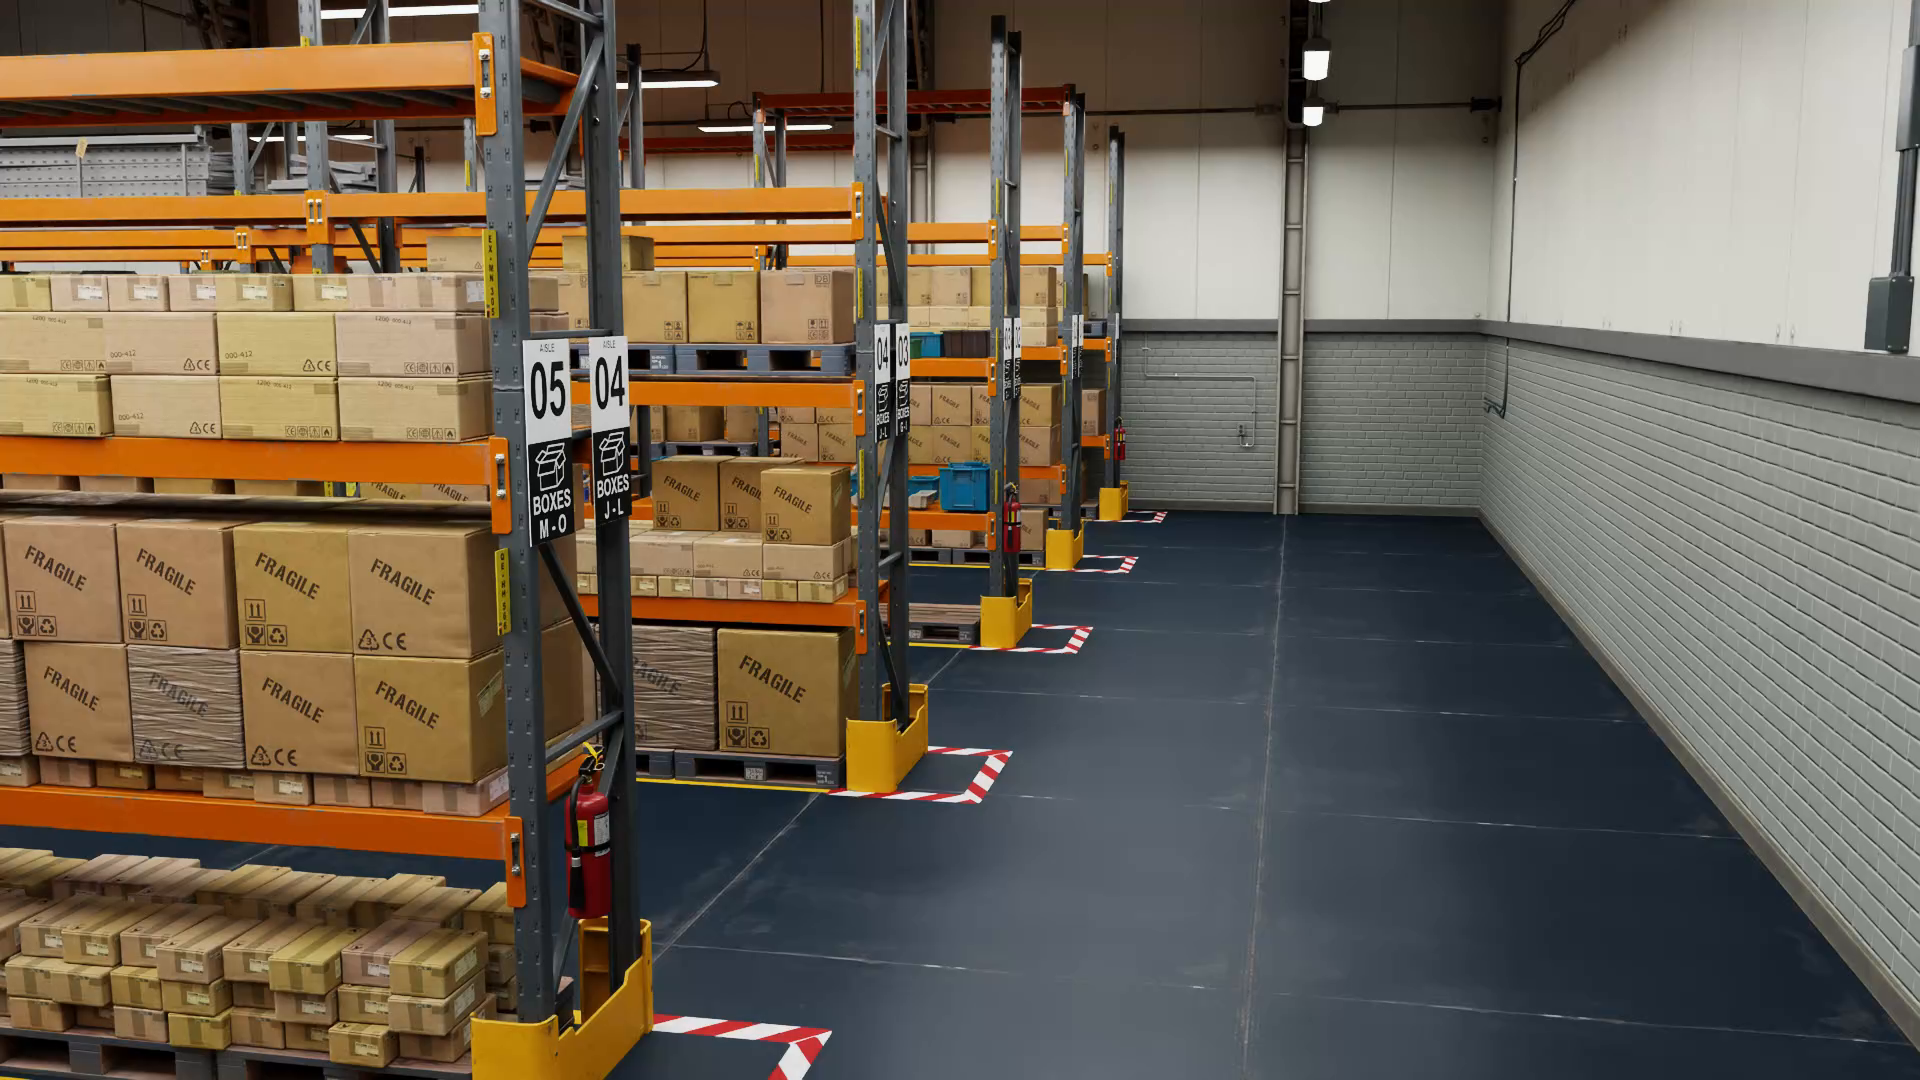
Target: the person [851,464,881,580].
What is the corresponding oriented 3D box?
[{"bbox_3d":[-1.088,0.004,17.743,0.646,1.660,0.484,0,8,2],"label":"person"}]
